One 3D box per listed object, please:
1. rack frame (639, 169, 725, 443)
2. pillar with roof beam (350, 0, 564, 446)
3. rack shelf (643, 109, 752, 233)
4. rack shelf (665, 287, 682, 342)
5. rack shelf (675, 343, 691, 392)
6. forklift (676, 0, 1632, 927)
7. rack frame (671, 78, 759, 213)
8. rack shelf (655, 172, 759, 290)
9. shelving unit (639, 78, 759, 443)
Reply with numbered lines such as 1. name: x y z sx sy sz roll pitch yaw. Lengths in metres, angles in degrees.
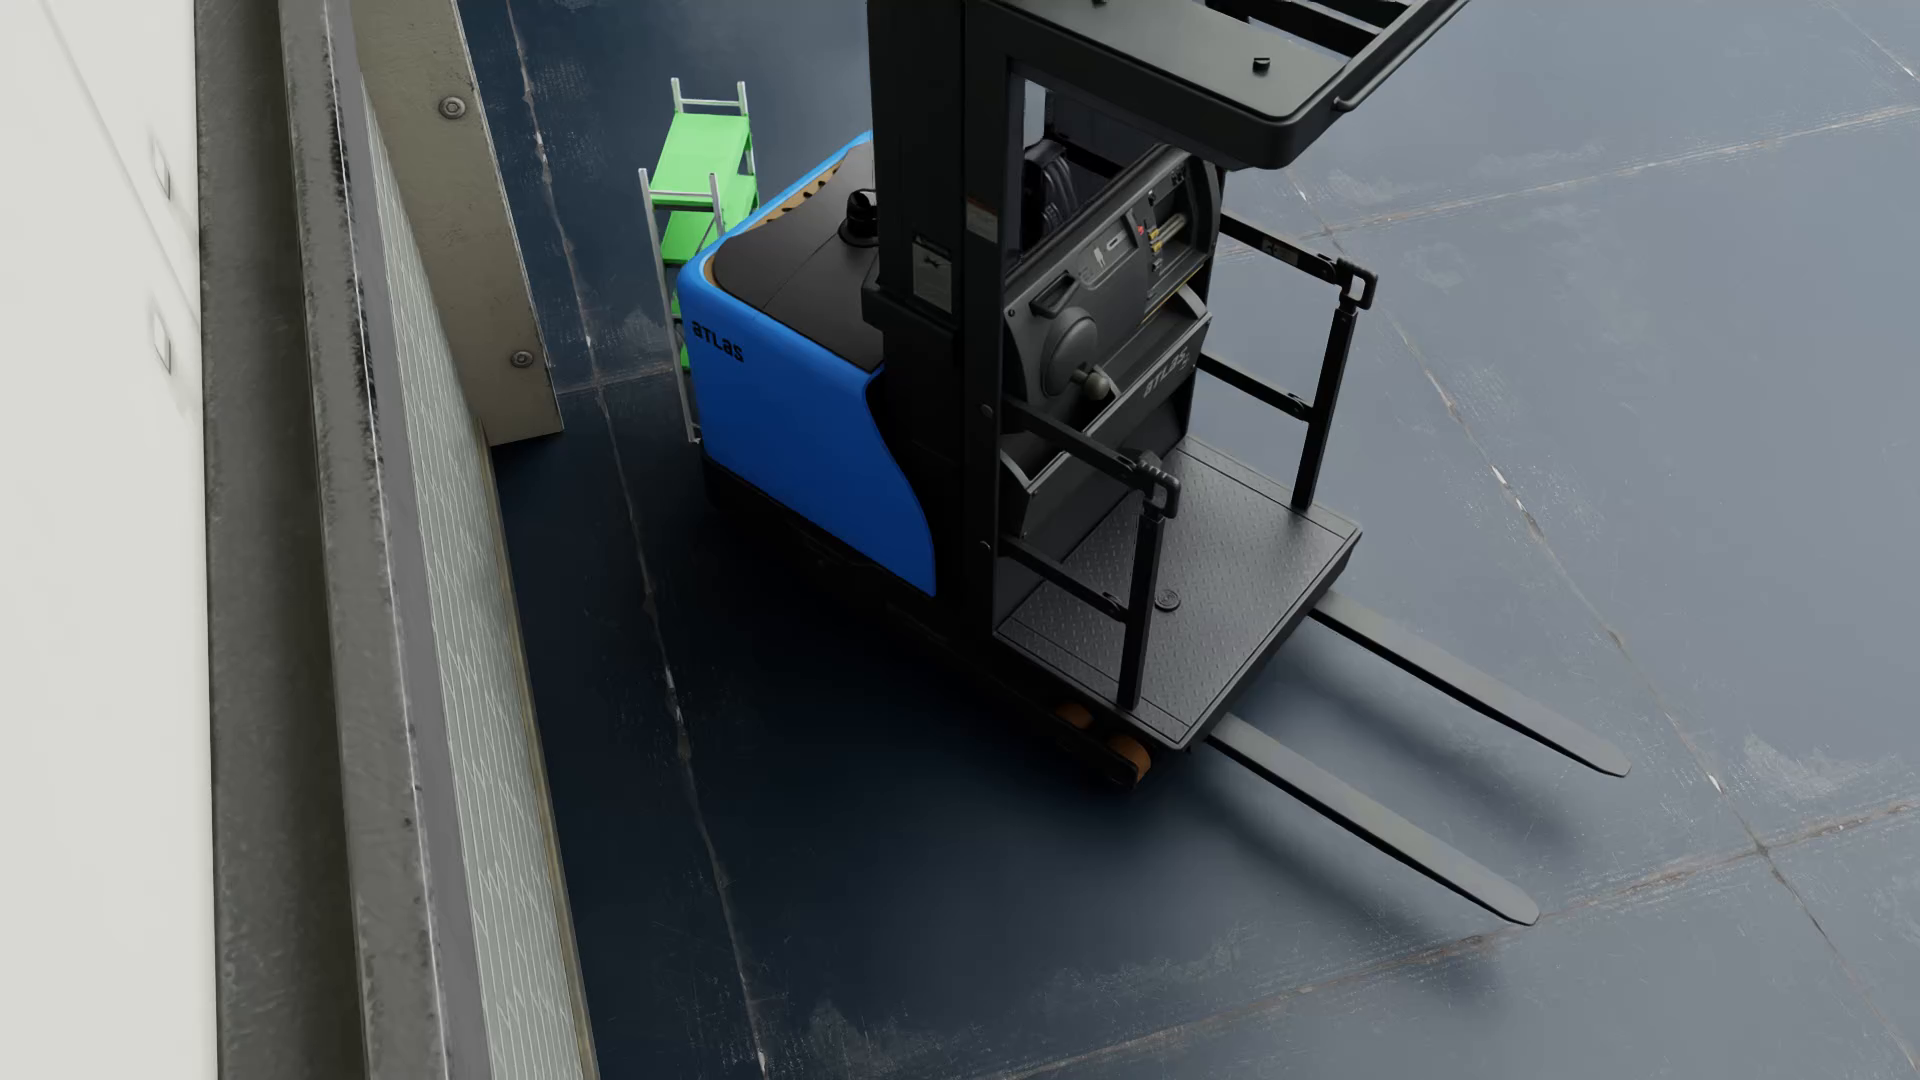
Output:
1. rack frame: -0.869 -0.744 5.585 0.240 1.200 0.015 4 49 4
2. pillar with roof beam: 2.458 -4.386 3.562 9.100 9.000 0.400 -13 51 -11
3. rack shelf: -0.848 -1.199 5.428 0.258 0.148 0.480 4 49 4
4. rack shelf: -0.846 -0.886 5.792 0.258 0.148 0.480 4 49 4
5. rack shelf: -0.844 -0.730 5.974 0.258 0.148 0.480 4 49 4
6. forklift: 0.588 -0.656 4.386 3.031 2.935 1.130 31 56 24
7. rack frame: -0.823 -1.112 5.902 0.240 1.200 0.015 4 49 4
8. rack shelf: -0.847 -1.043 5.610 0.258 0.148 0.480 4 49 4
9. shelving unit: -0.846 -0.928 5.743 0.258 1.200 0.503 4 49 4
